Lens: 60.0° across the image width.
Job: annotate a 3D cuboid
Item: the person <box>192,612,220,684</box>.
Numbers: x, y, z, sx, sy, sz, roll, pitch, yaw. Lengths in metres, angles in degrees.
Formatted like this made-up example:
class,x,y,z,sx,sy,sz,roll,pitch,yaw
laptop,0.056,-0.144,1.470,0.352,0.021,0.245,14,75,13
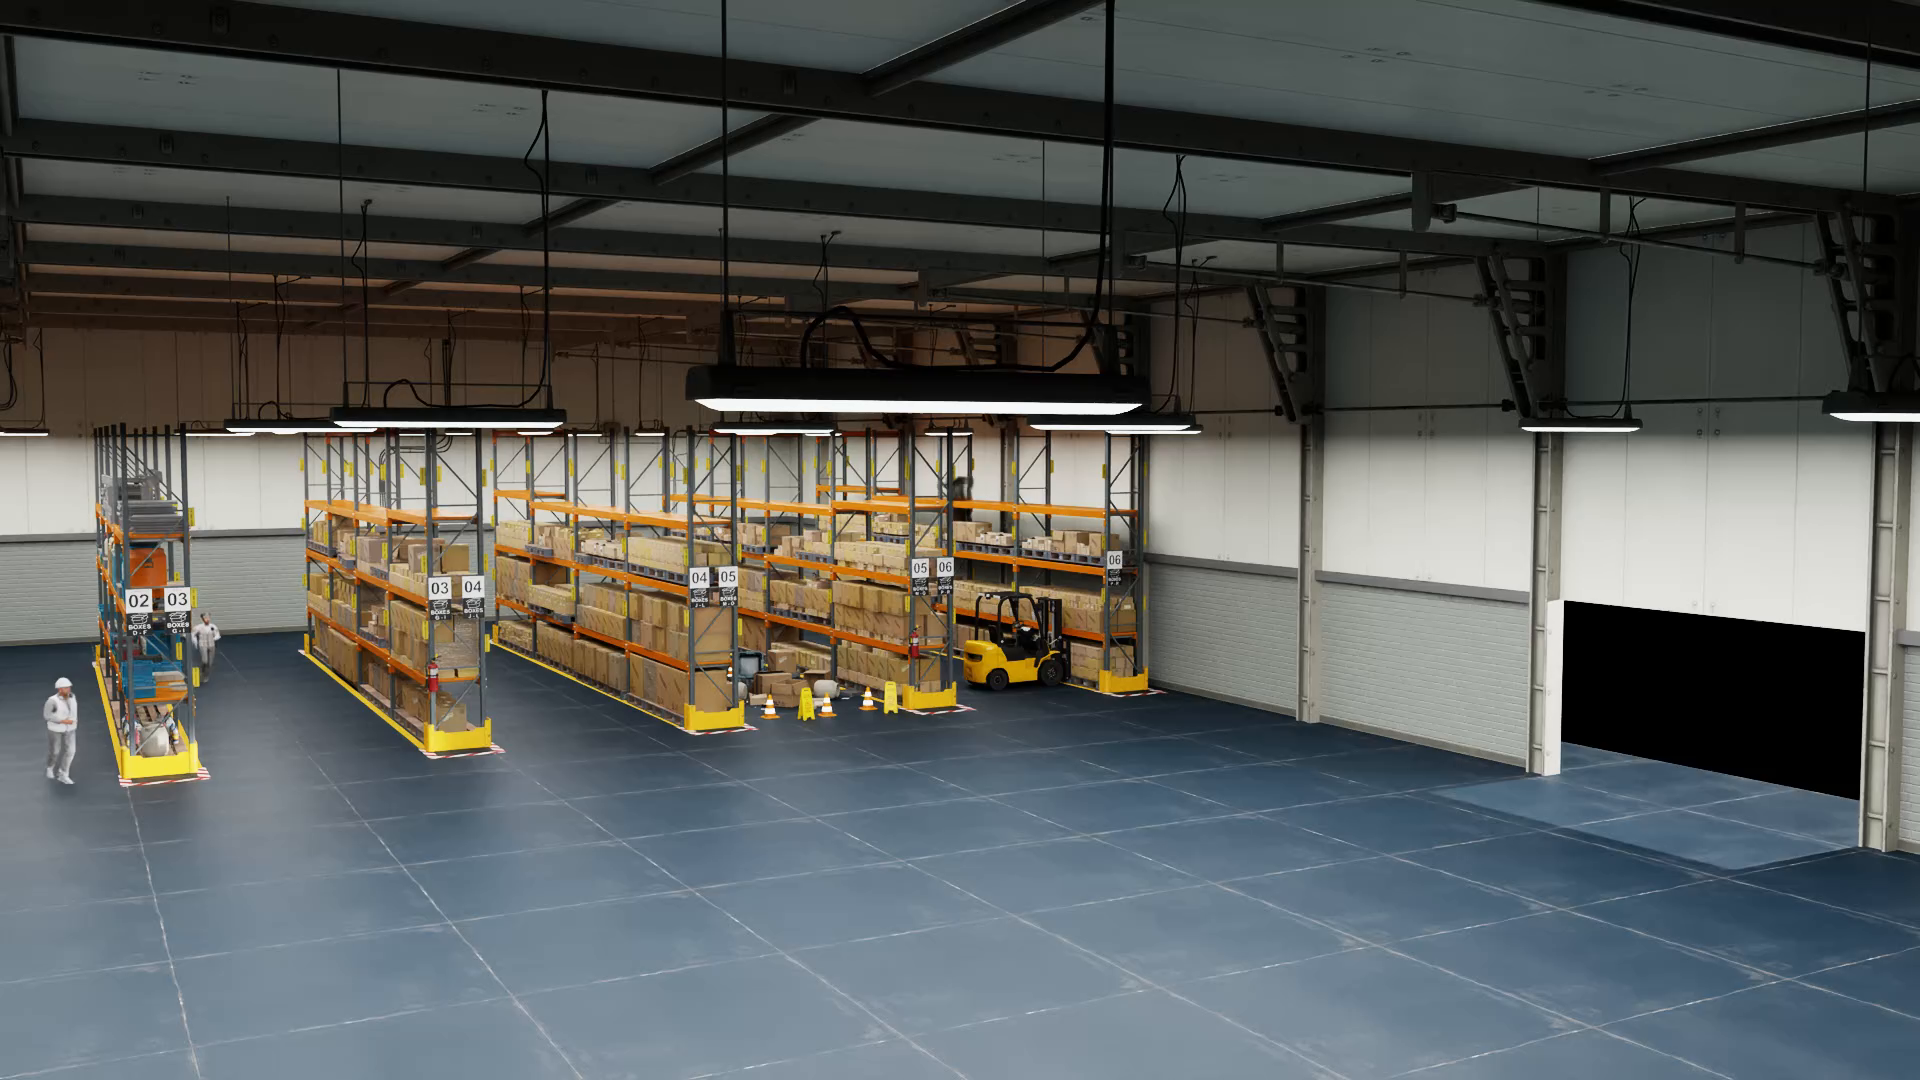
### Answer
class,x,y,z,sx,sy,sz,roll,pitch,yaw
person,-17.630,2.518,38.923,0.602,1.677,0.642,-2,4,-36

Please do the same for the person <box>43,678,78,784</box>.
class,x,y,z,sx,sy,sz,roll,pitch,yaw
person,-15.072,3.172,27.806,0.790,1.782,0.624,3,4,37

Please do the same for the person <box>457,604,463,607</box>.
class,x,y,z,sx,sy,sz,roll,pitch,yaw
person,-13.995,2.153,45.983,0.640,1.675,0.842,-1,4,-13
